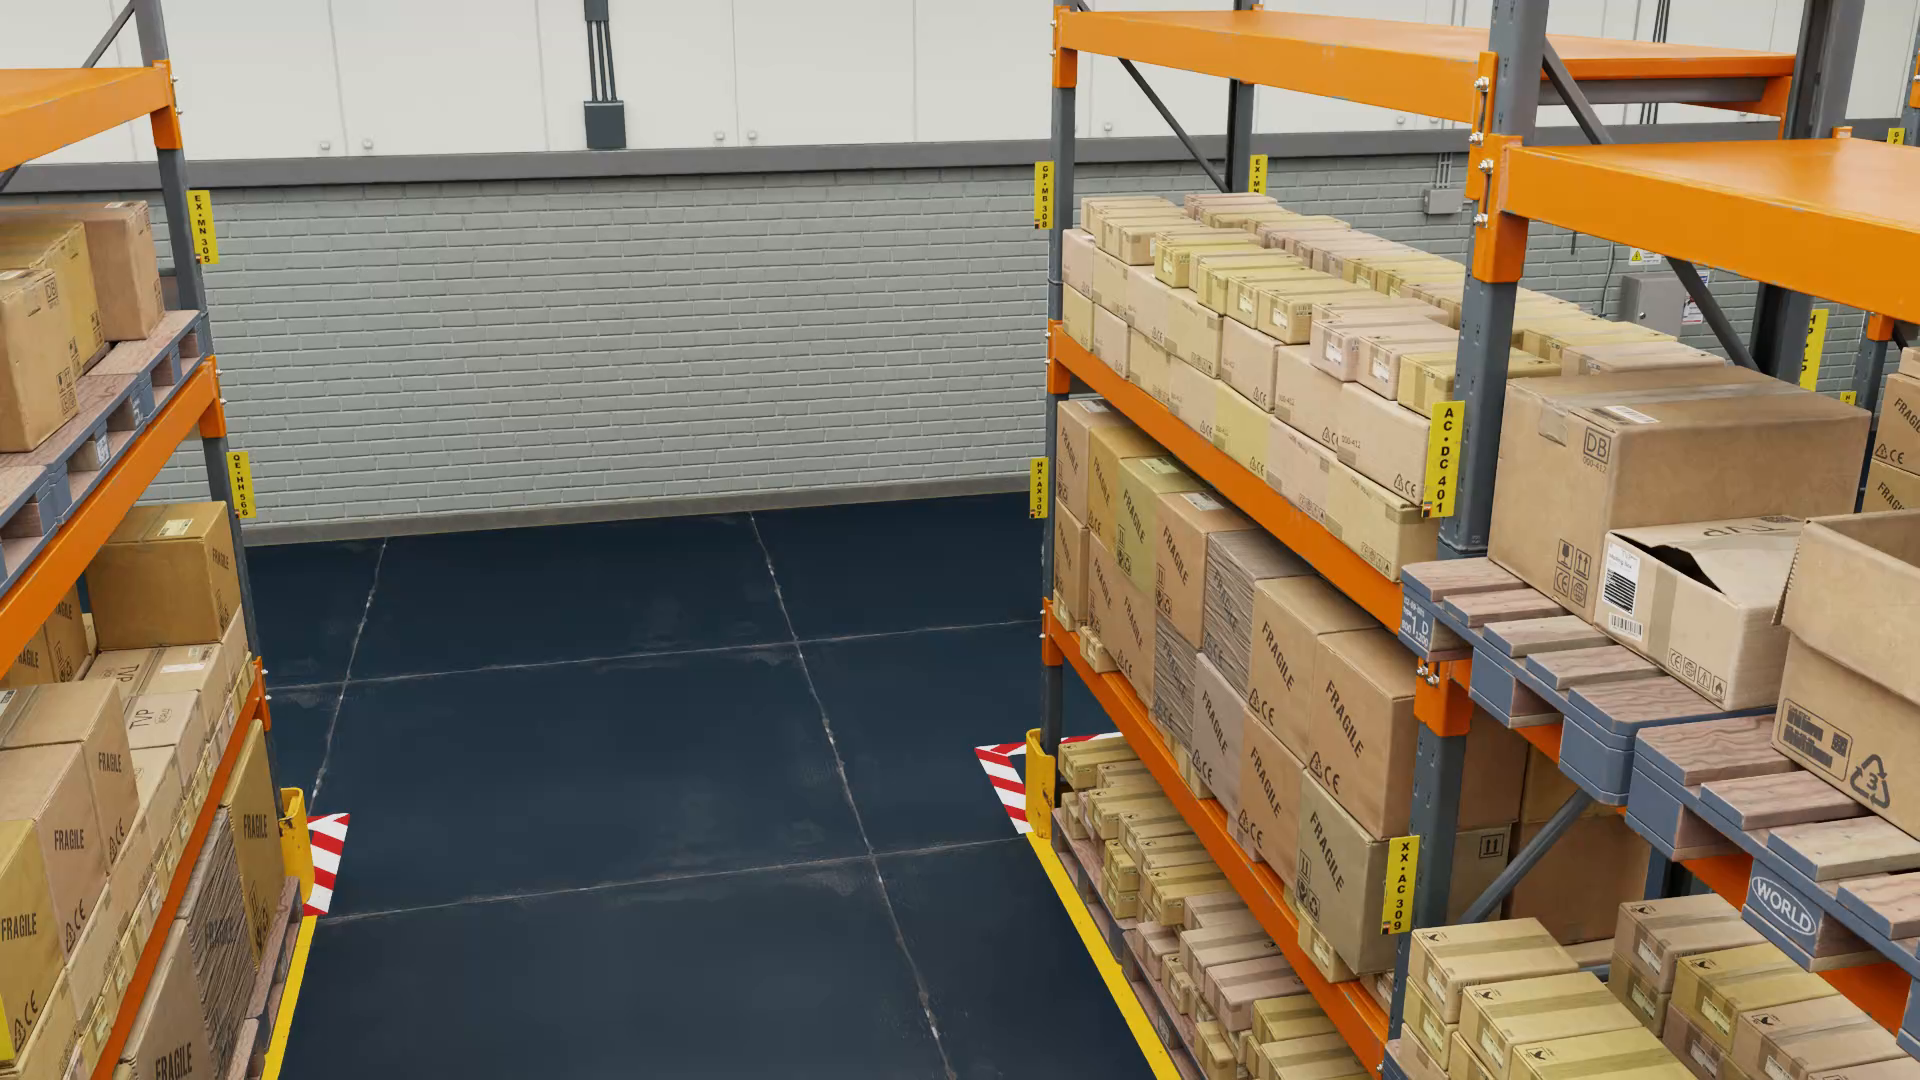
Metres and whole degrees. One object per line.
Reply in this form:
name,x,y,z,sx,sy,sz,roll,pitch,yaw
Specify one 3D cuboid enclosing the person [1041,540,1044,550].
person,1.090,0.229,11.841,1.031,0.840,0.533,-5,20,-14
